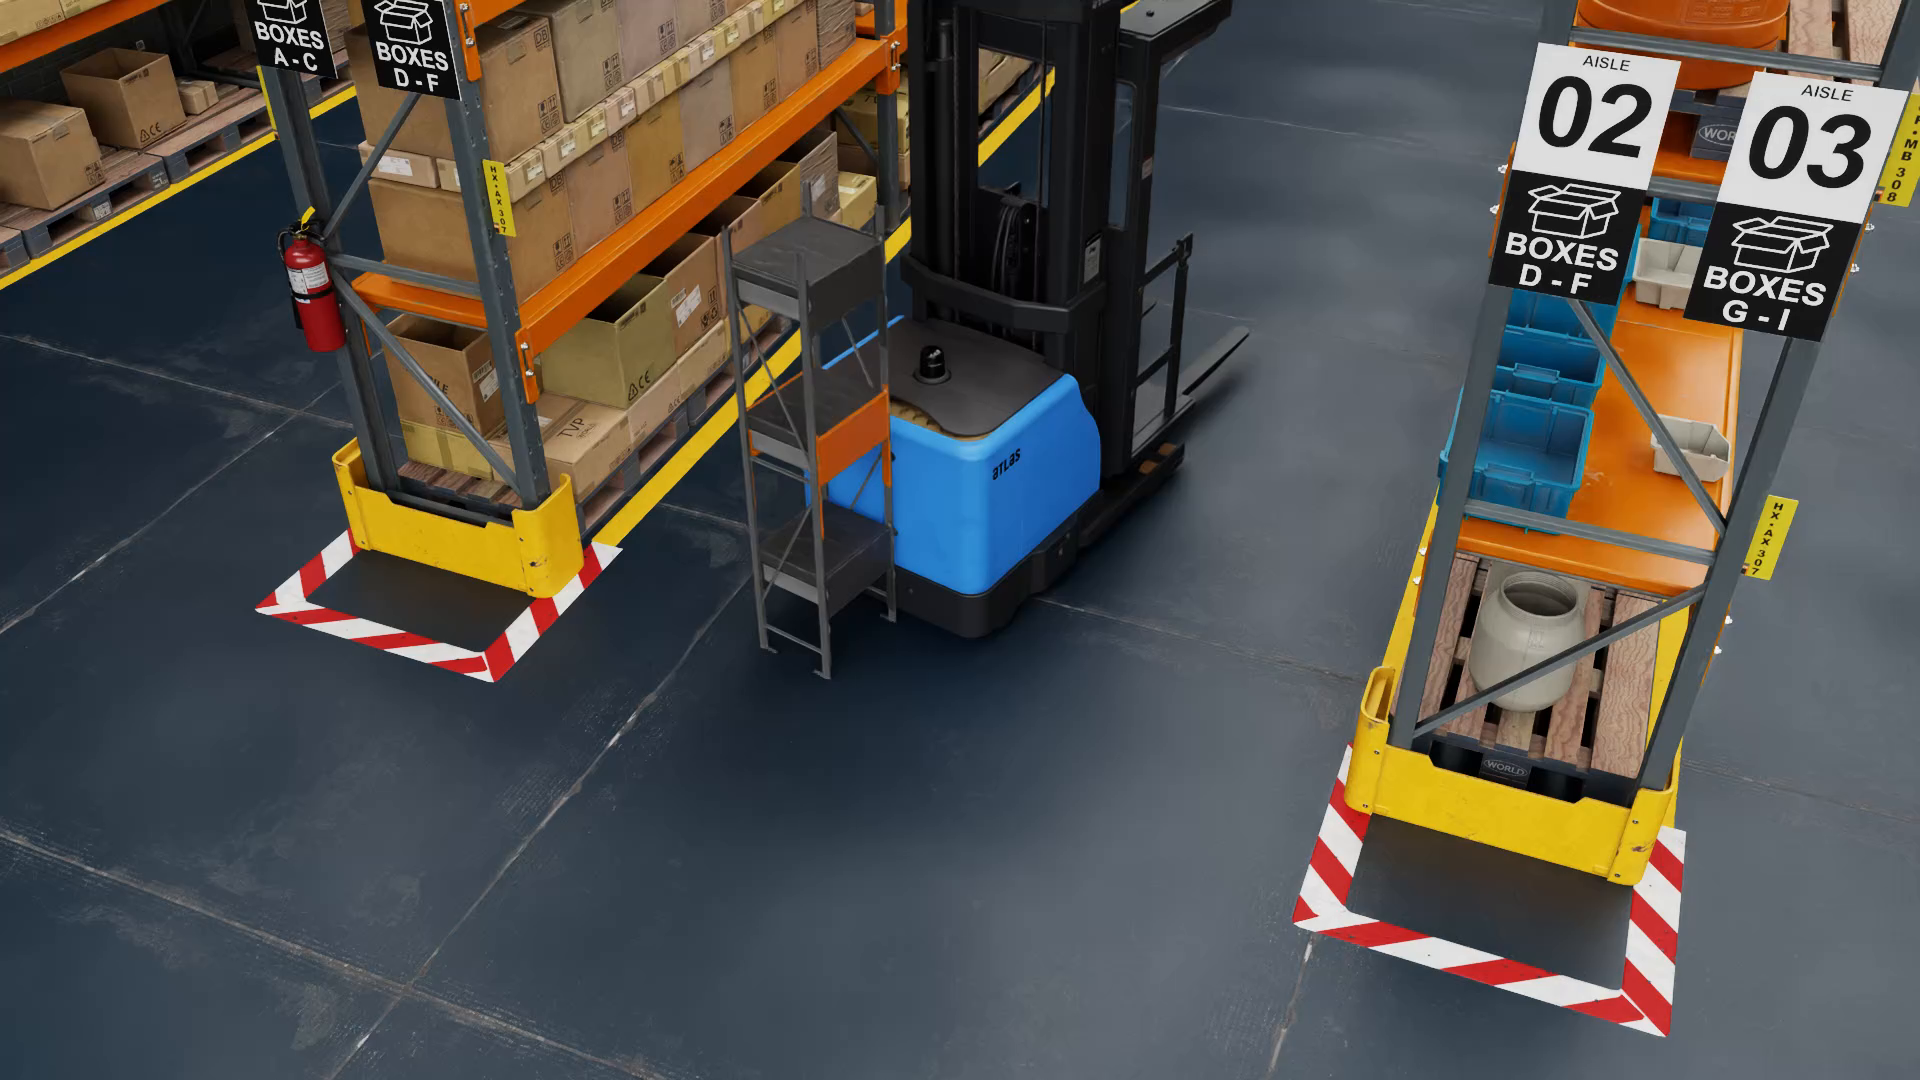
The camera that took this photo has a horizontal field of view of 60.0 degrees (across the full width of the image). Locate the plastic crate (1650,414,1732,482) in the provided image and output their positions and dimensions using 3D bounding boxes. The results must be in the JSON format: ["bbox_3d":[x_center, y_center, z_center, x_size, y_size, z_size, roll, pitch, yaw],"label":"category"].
[{"bbox_3d":[2.814,-0.340,6.420,0.298,0.136,0.250,14,39,18],"label":"plastic crate"}]

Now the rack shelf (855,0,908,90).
[{"bbox_3d":[-0.121,-4.188,11.948,1.077,0.370,4.000,14,39,18],"label":"rack shelf"}]

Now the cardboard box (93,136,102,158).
[{"bbox_3d":[-6.091,-2.649,11.302,0.380,0.149,0.250,11,38,14],"label":"cardboard box"}]

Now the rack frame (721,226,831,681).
[{"bbox_3d":[-0.744,-0.286,6.879,0.400,2.100,0.015,23,42,27],"label":"rack frame"}]

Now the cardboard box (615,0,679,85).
[{"bbox_3d":[-1.808,-2.570,8.016,0.700,0.500,0.500,14,39,18],"label":"cardboard box"}]

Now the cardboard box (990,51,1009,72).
[{"bbox_3d":[0.090,-3.684,12.151,0.500,0.311,0.500,15,39,19],"label":"cardboard box"}]

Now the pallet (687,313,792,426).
[{"bbox_3d":[-1.686,-1.143,9.603,1.003,0.211,1.213,14,39,18],"label":"pallet"}]

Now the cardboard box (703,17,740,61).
[{"bbox_3d":[-1.370,-2.619,8.623,0.380,0.149,0.250,15,39,19],"label":"cardboard box"}]

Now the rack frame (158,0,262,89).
[{"bbox_3d":[-5.464,-4.495,11.759,1.000,3.000,0.127,14,39,18],"label":"rack frame"}]

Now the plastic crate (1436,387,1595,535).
[{"bbox_3d":[2.089,-0.309,6.283,0.499,0.251,0.616,14,39,18],"label":"plastic crate"}]

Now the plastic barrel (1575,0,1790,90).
[{"bbox_3d":[2.243,-1.863,5.023,0.600,0.830,0.708,14,39,18],"label":"plastic barrel"}]

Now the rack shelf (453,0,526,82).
[{"bbox_3d":[-1.643,-3.175,8.087,1.077,0.370,4.000,14,39,18],"label":"rack shelf"}]

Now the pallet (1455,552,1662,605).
[{"bbox_3d":[2.941,-0.081,8.182,1.003,0.211,1.213,14,39,18],"label":"pallet"}]

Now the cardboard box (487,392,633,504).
[{"bbox_3d":[-1.994,-0.467,8.316,0.500,0.250,0.500,14,39,18],"label":"cardboard box"}]

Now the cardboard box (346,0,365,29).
[{"bbox_3d":[-5.049,-4.379,13.324,0.700,0.500,0.500,13,39,17],"label":"cardboard box"}]

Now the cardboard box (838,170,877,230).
[{"bbox_3d":[-0.856,-2.129,10.539,0.500,0.250,0.500,14,39,18],"label":"cardboard box"}]

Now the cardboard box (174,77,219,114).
[{"bbox_3d":[-5.640,-3.234,12.070,0.380,0.166,0.250,9,38,12],"label":"cardboard box"}]

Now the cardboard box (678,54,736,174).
[{"bbox_3d":[-1.628,-2.308,8.748,0.700,0.500,0.500,15,39,19],"label":"cardboard box"}]

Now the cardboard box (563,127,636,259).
[{"bbox_3d":[-2.019,-1.742,7.991,0.700,0.500,0.500,15,39,19],"label":"cardboard box"}]

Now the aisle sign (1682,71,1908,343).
[{"bbox_3d":[2.419,-0.958,4.855,0.394,0.787,0.004,14,39,18],"label":"aisle sign"}]

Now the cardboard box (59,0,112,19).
[{"bbox_3d":[-5.738,-3.556,10.610,0.500,0.250,0.500,14,39,17],"label":"cardboard box"}]

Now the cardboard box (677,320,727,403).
[{"bbox_3d":[-1.616,-1.022,9.057,0.500,0.250,0.500,14,39,18],"label":"cardboard box"}]

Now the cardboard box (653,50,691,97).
[{"bbox_3d":[-1.567,-2.336,8.244,0.380,0.149,0.250,13,39,17],"label":"cardboard box"}]

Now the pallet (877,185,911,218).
[{"bbox_3d":[-0.637,-2.669,11.644,1.003,0.211,1.213,14,39,18],"label":"pallet"}]

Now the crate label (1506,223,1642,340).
[{"bbox_3d":[2.626,-1.119,7.212,0.502,0.435,0.616,14,39,18],"label":"crate label"}]

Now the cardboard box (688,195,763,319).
[{"bbox_3d":[-1.421,-1.598,9.201,0.500,0.500,0.500,14,39,18],"label":"cardboard box"}]

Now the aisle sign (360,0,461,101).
[{"bbox_3d":[-2.145,-2.089,6.368,0.394,0.787,0.004,14,39,18],"label":"aisle sign"}]

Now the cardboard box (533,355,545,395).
[{"bbox_3d":[-2.294,-0.865,8.847,0.500,0.250,0.500,14,39,18],"label":"cardboard box"}]

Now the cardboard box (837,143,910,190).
[{"bbox_3d":[-0.499,-2.603,11.172,0.500,0.250,0.500,13,39,17],"label":"cardboard box"}]

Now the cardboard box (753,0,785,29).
[{"bbox_3d":[-1.176,-2.906,9.008,0.380,0.149,0.250,14,39,18],"label":"cardboard box"}]

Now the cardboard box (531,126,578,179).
[{"bbox_3d":[-1.957,-1.769,7.486,0.380,0.149,0.250,13,39,17],"label":"cardboard box"}]

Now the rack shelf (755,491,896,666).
[{"bbox_3d":[-0.604,0.166,7.466,0.431,0.518,0.480,23,42,27],"label":"rack shelf"}]

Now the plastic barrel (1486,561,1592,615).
[{"bbox_3d":[2.546,0.145,7.278,0.421,0.512,0.421,0,37,0],"label":"plastic barrel"}]

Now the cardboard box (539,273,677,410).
[{"bbox_3d":[-1.805,-1.045,8.462,0.500,0.500,0.500,14,39,18],"label":"cardboard box"}]

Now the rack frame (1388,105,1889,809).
[{"bbox_3d":[2.176,-0.024,5.776,1.000,3.000,0.127,14,39,18],"label":"rack frame"}]

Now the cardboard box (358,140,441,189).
[{"bbox_3d":[-2.435,-1.709,7.406,0.380,0.149,0.250,13,39,17],"label":"cardboard box"}]

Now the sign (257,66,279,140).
[{"bbox_3d":[-2.900,-1.844,7.047,0.100,0.325,0.005,14,39,18],"label":"sign"}]

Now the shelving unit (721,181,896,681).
[{"bbox_3d":[-0.604,-0.406,7.039,0.431,2.100,0.503,23,42,27],"label":"shelving unit"}]

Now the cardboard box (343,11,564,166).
[{"bbox_3d":[-2.194,-1.999,7.251,0.700,0.500,0.500,14,39,18],"label":"cardboard box"}]

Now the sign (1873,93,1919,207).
[{"bbox_3d":[2.683,-1.101,4.705,0.100,0.325,0.005,14,39,18],"label":"sign"}]

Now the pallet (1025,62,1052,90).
[{"bbox_3d":[0.291,-4.020,13.452,1.003,0.211,1.213,14,39,18],"label":"pallet"}]

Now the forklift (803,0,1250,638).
[{"bbox_3d":[0.516,-1.570,7.903,1.130,2.935,3.031,23,42,27],"label":"forklift"}]

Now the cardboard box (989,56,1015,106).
[{"bbox_3d":[0.086,-3.454,12.312,0.500,0.250,0.500,15,39,19],"label":"cardboard box"}]

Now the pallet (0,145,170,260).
[{"bbox_3d":[-6.150,-2.321,11.178,1.003,0.211,1.213,14,39,18],"label":"pallet"}]

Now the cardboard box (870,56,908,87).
[{"bbox_3d":[-0.299,-3.108,11.381,0.500,0.311,0.500,13,39,17],"label":"cardboard box"}]

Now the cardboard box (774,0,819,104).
[{"bbox_3d":[-1.239,-2.868,9.498,0.700,0.500,0.500,13,39,17],"label":"cardboard box"}]

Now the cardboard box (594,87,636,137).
[{"bbox_3d":[-1.763,-2.046,7.857,0.380,0.149,0.250,13,39,17],"label":"cardboard box"}]

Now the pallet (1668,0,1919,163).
[{"bbox_3d":[2.581,-1.585,5.518,1.003,0.211,1.213,14,39,18],"label":"pallet"}]

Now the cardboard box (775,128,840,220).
[{"bbox_3d":[-1.057,-2.155,9.948,0.500,0.500,0.500,14,39,18],"label":"cardboard box"}]

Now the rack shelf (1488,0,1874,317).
[{"bbox_3d":[2.937,-2.044,6.575,1.077,0.370,4.000,14,39,18],"label":"rack shelf"}]

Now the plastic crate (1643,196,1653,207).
[{"bbox_3d":[3.381,-1.953,8.409,0.767,0.338,0.504,14,39,18],"label":"plastic crate"}]

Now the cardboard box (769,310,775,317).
[{"bbox_3d":[-1.232,-1.574,9.797,0.500,0.250,0.500,14,39,18],"label":"cardboard box"}]

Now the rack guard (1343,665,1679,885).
[{"bbox_3d":[2.161,0.925,6.595,1.175,0.500,0.348,14,39,18],"label":"rack guard"}]

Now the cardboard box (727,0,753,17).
[{"bbox_3d":[-1.427,-3.124,8.757,0.700,0.500,0.500,14,39,18],"label":"cardboard box"}]

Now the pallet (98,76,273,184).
[{"bbox_3d":[-5.687,-2.998,12.085,1.003,0.211,1.213,14,39,18],"label":"pallet"}]
